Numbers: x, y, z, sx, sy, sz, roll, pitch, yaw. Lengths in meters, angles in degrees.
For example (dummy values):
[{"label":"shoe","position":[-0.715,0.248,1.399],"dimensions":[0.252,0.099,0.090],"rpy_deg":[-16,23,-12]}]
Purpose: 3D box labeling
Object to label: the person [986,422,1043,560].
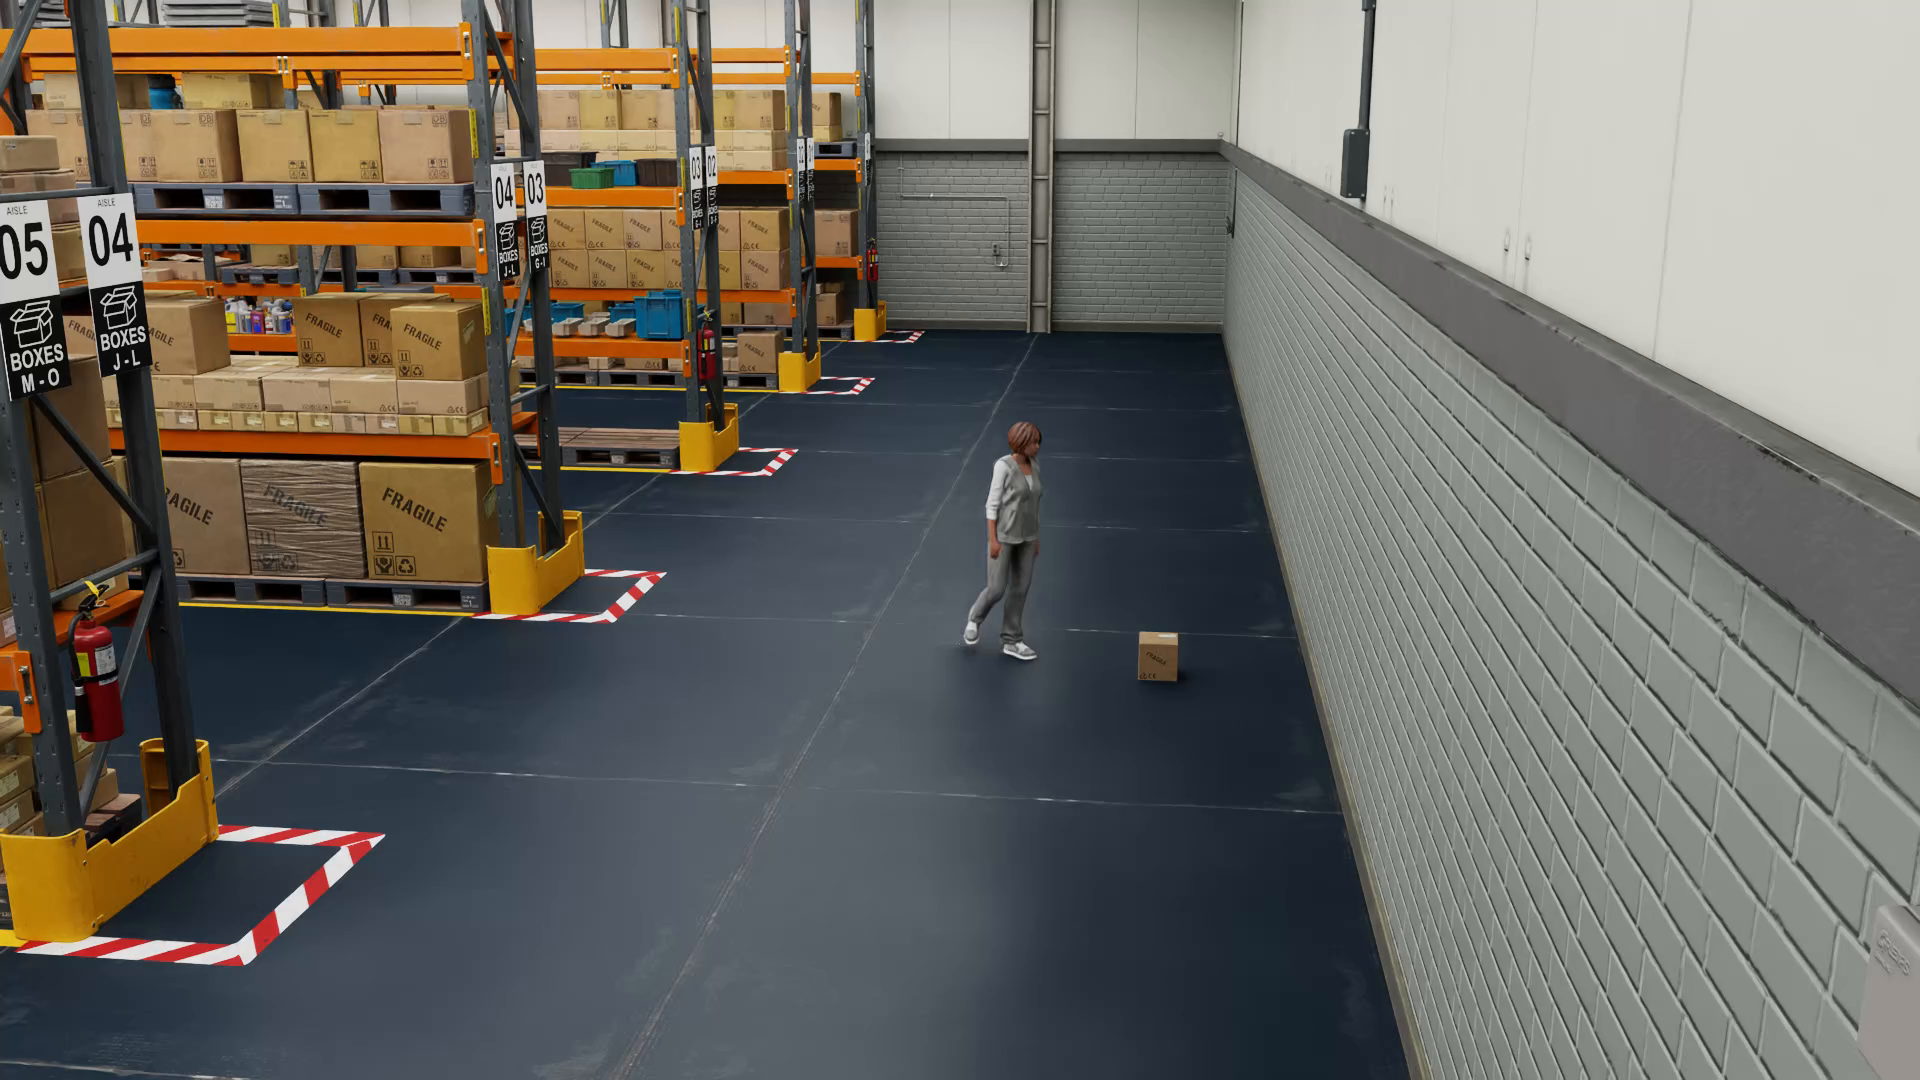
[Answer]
[{"label":"person","position":[0.358,-0.309,10.890],"dimensions":[0.440,0.938,0.328],"rpy_deg":[-11,18,-37]}]
